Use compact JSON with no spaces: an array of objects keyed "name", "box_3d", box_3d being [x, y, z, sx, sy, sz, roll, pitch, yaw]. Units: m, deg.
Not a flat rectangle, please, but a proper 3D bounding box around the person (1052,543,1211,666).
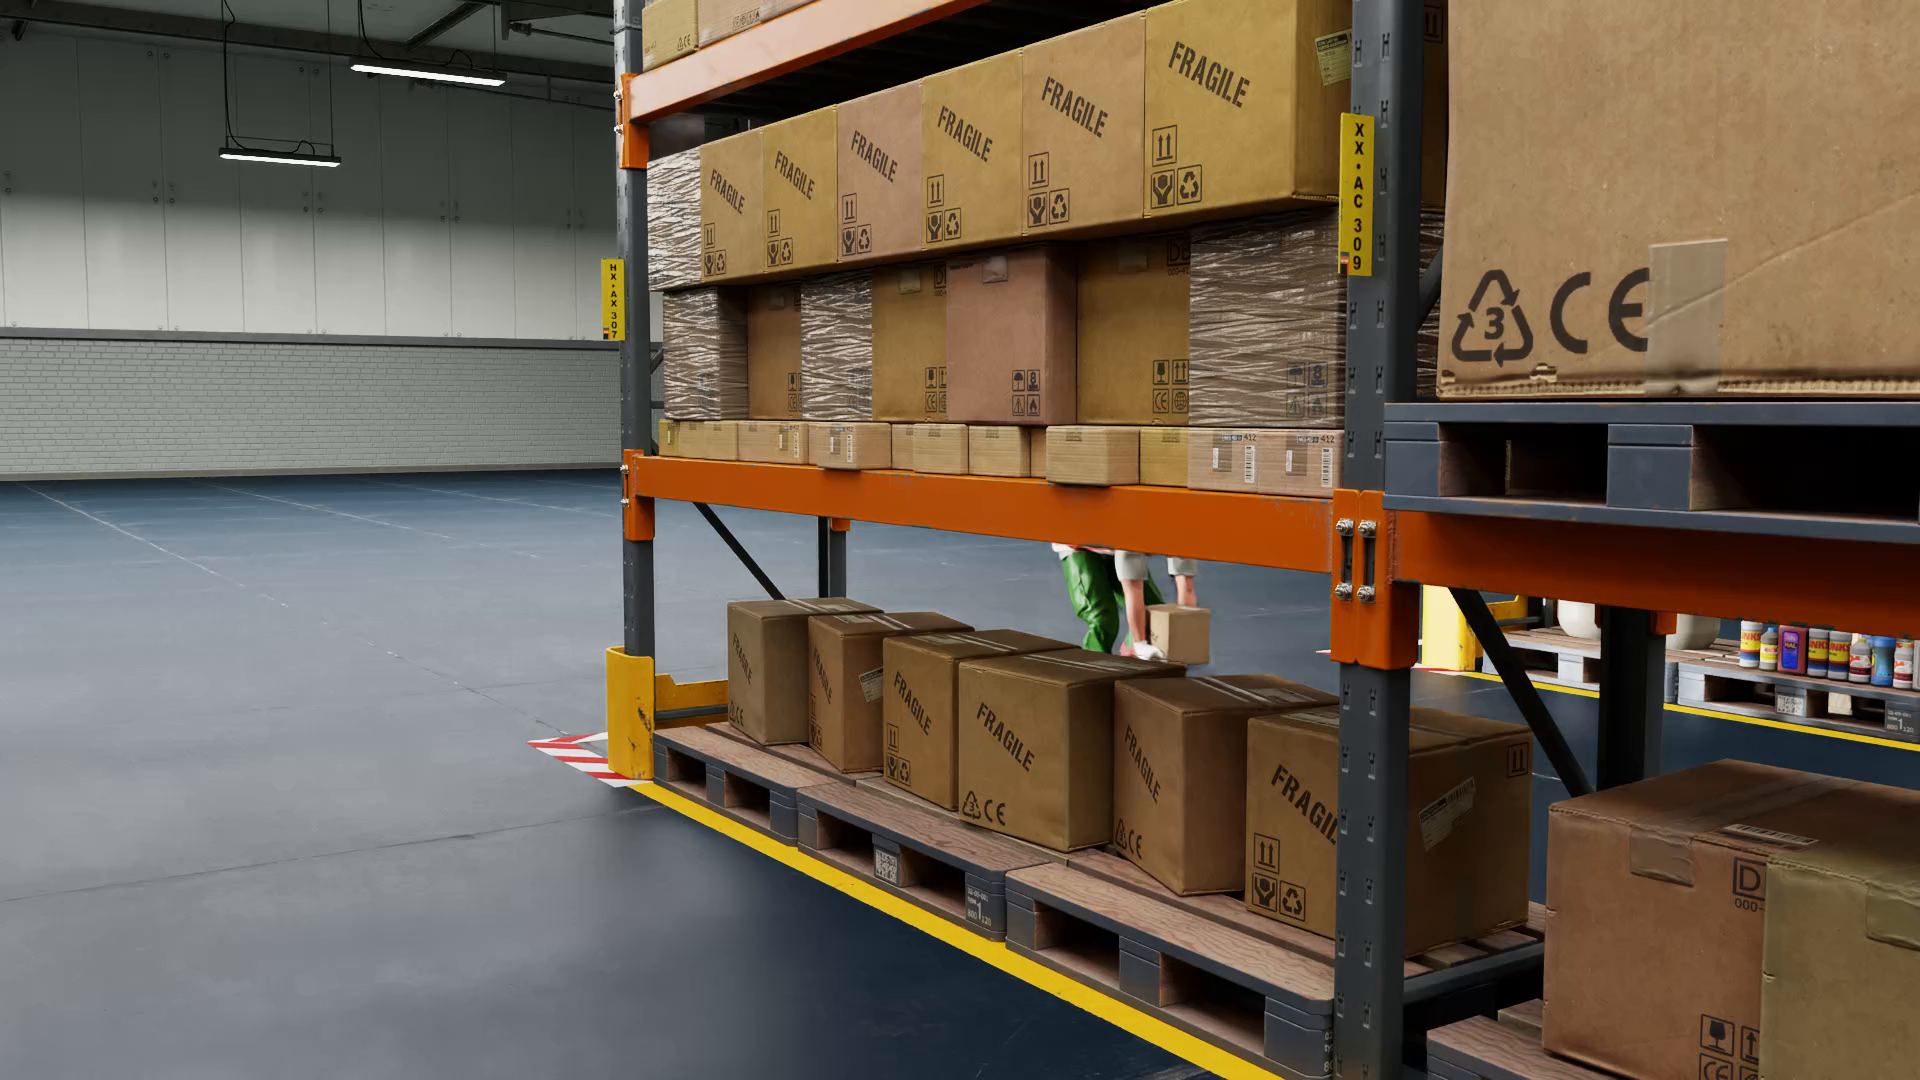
[{"name":"person","box_3d":[0.838,0.307,7.854,0.517,1.134,0.951,-3,6,-36]}]
